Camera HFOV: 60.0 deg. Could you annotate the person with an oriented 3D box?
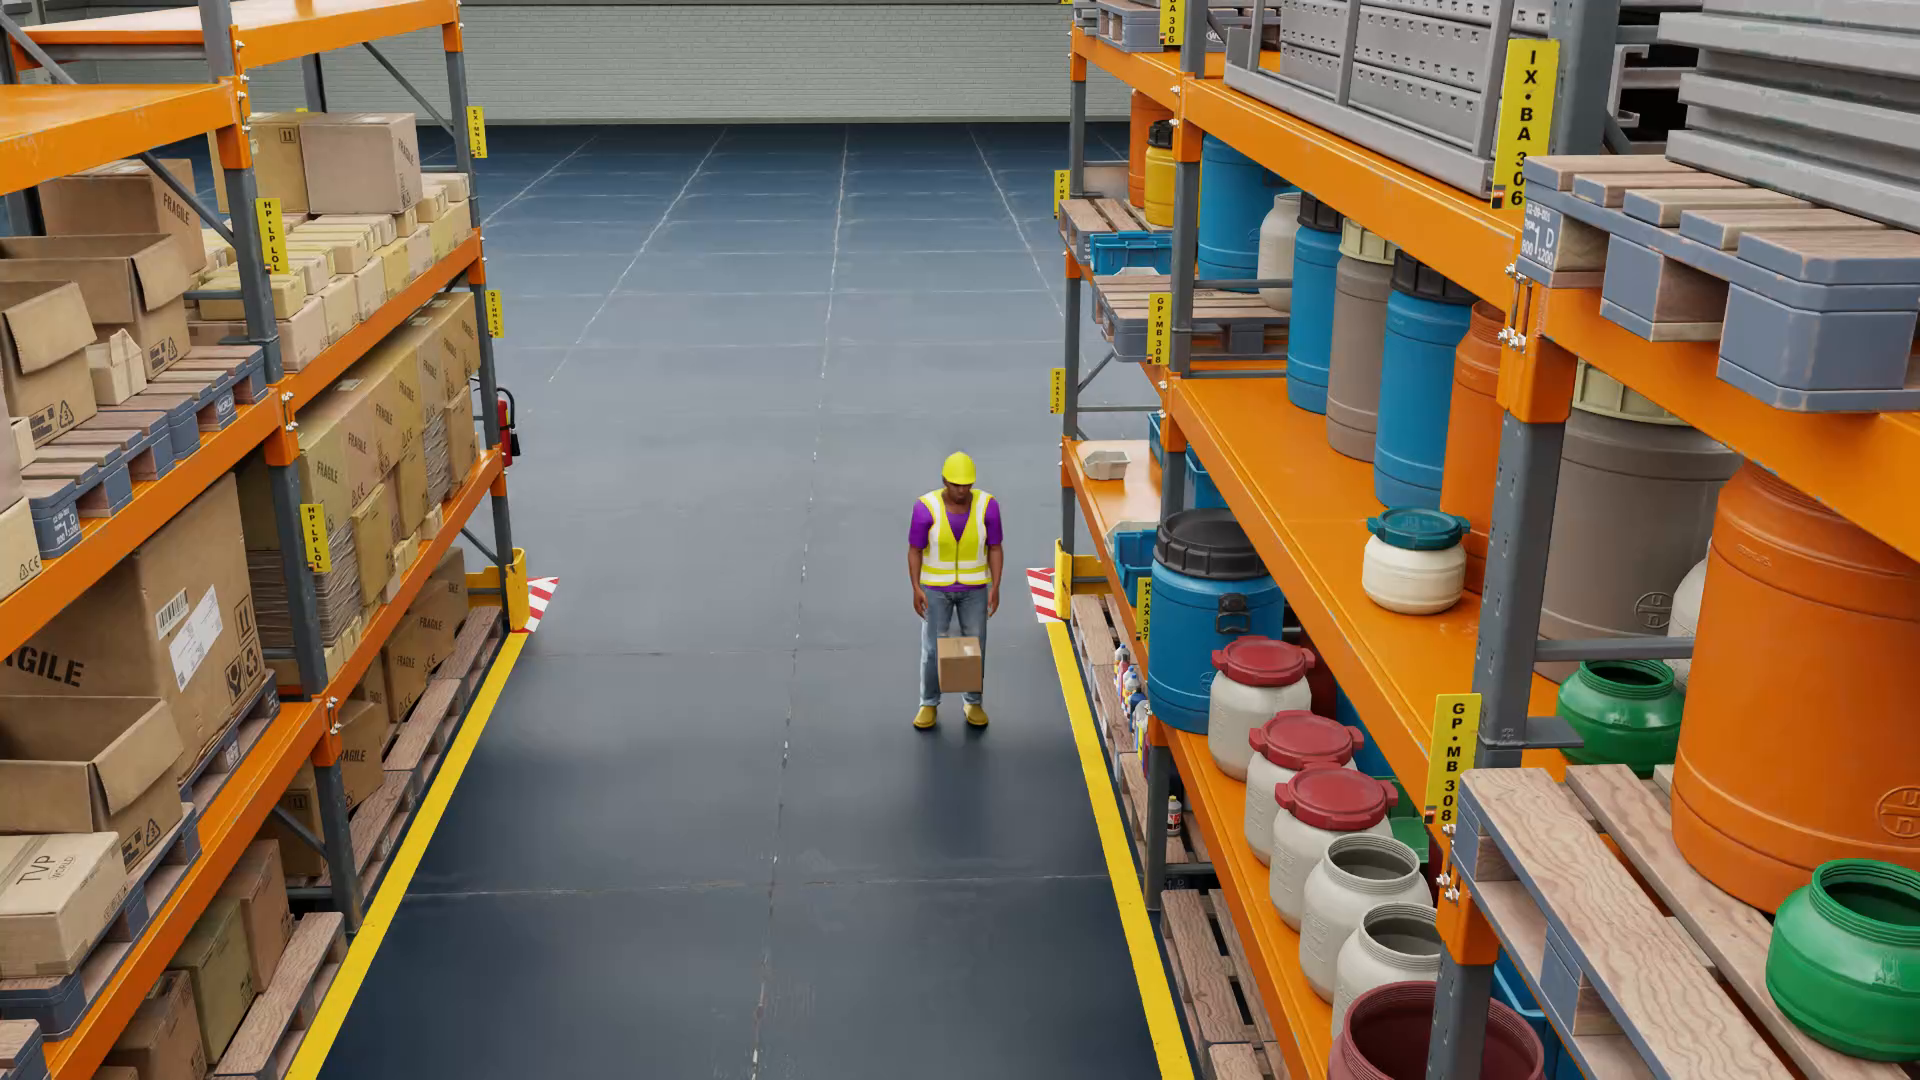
[{"bbox_3d":[-0.025,0.294,10.247,0.591,1.764,0.430,-2,20,-5],"label":"person"}]
